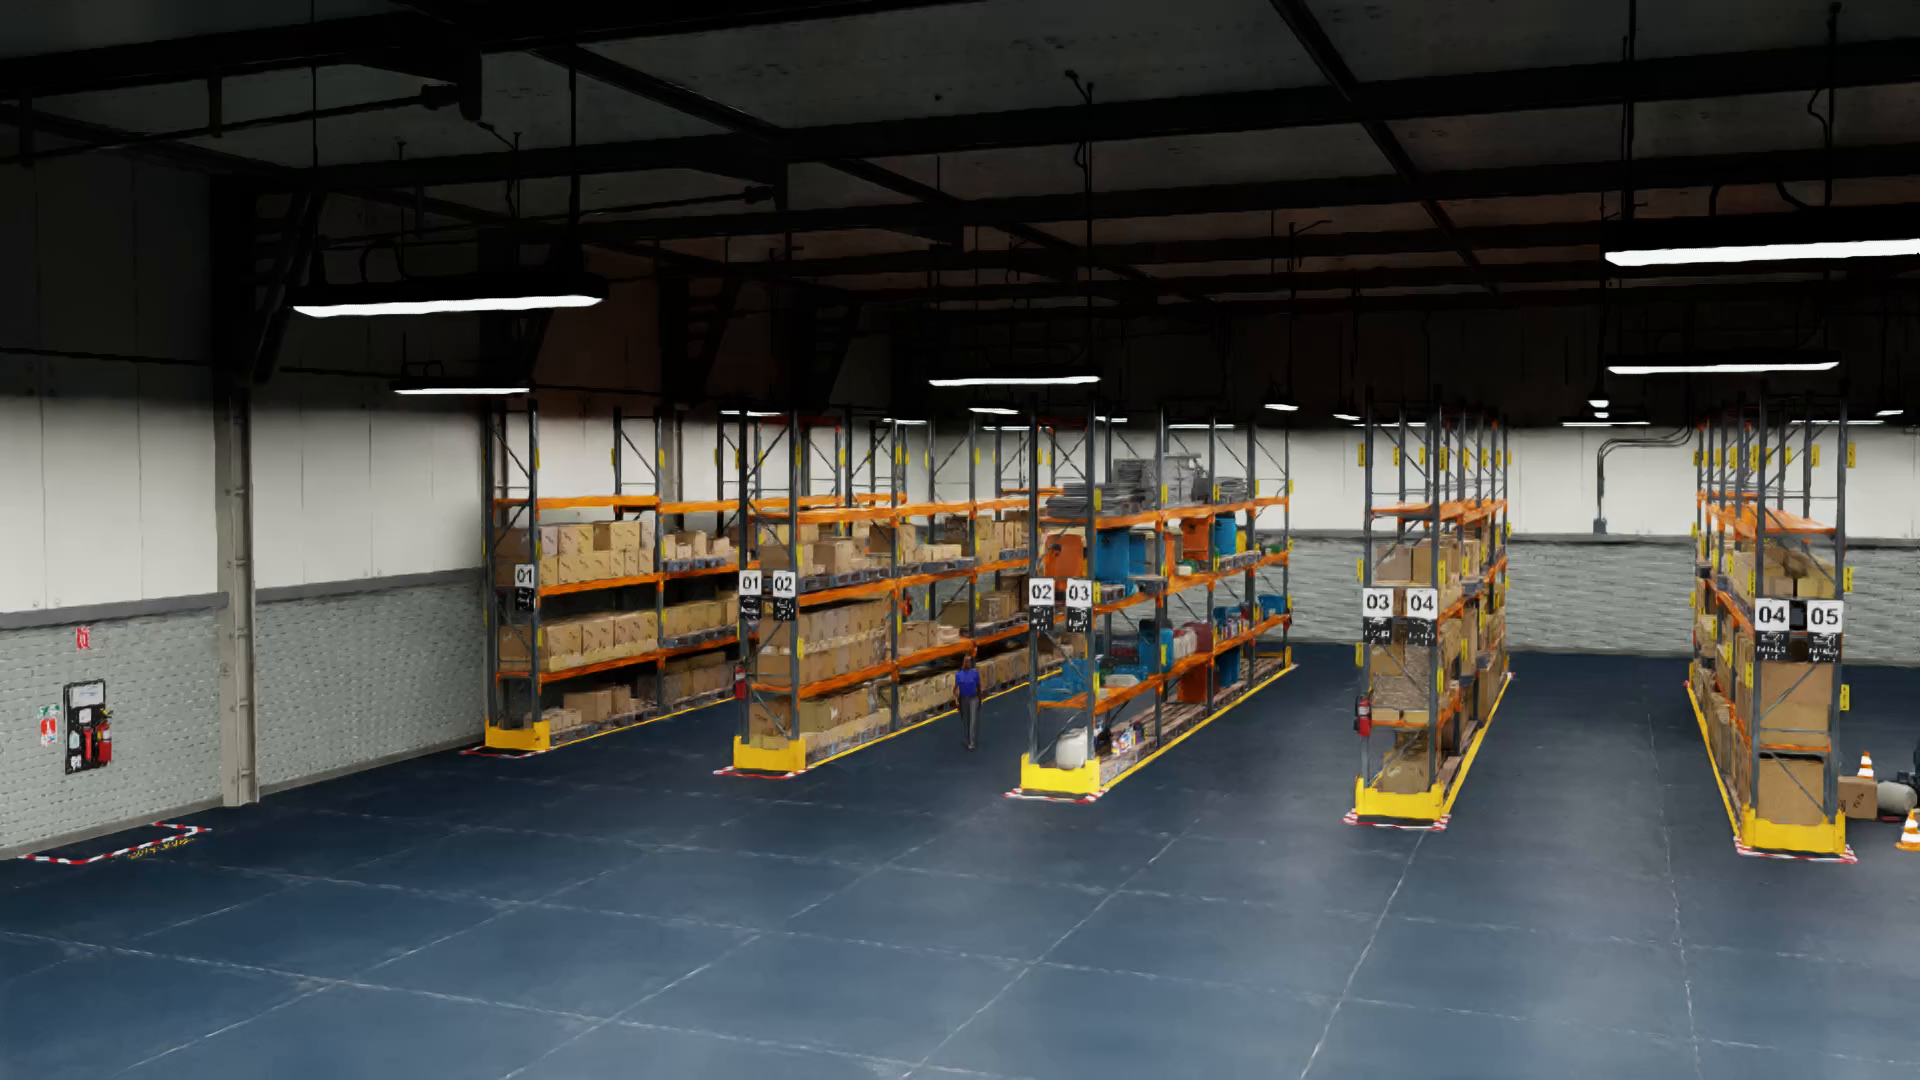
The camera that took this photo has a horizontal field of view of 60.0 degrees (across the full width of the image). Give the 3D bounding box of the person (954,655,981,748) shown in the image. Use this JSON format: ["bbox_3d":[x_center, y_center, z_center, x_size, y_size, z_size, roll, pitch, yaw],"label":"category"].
[{"bbox_3d":[0.129,2.780,28.763,0.443,1.573,0.996,1,3,13],"label":"person"}]
